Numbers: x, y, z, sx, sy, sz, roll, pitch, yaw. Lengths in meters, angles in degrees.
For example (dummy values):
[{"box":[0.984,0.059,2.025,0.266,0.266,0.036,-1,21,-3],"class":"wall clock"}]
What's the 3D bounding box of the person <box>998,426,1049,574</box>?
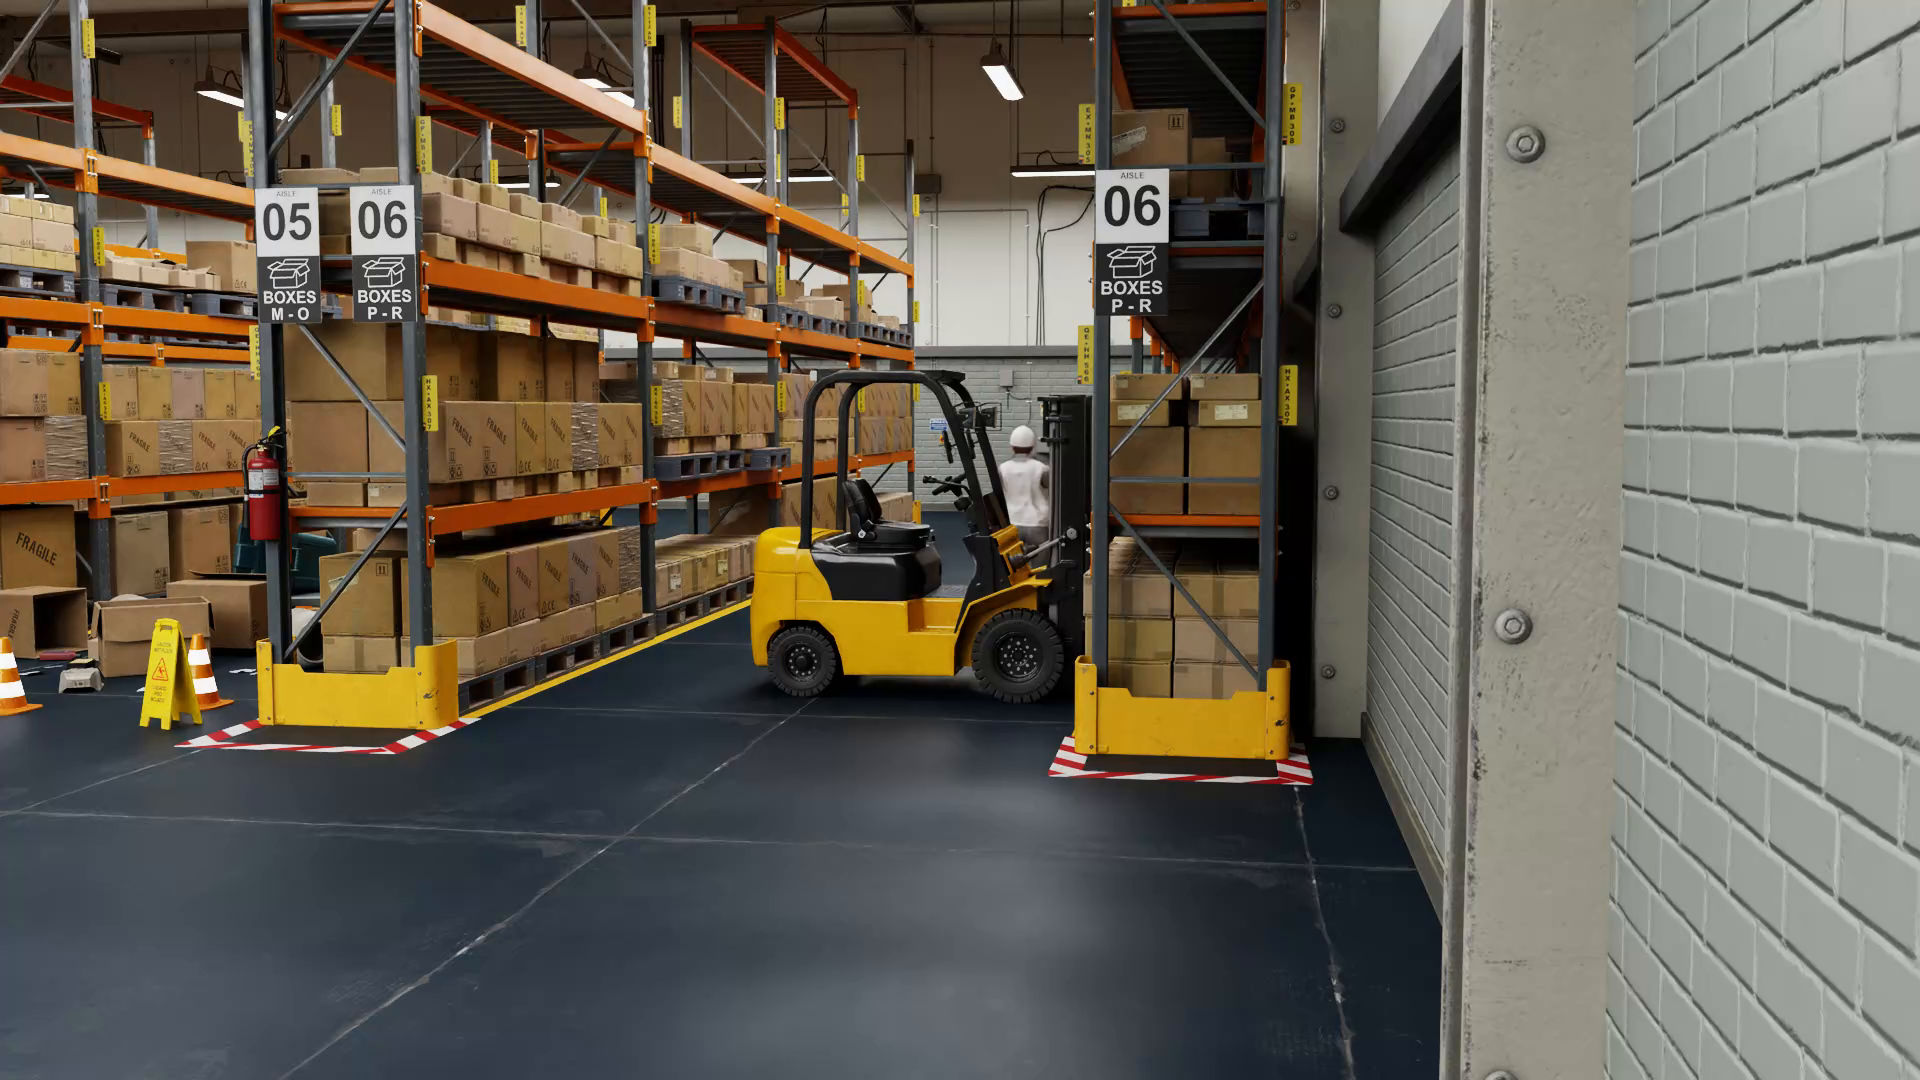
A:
[{"box":[0.561,-0.102,14.324,0.494,1.767,0.545,1,4,9],"class":"person"}]
